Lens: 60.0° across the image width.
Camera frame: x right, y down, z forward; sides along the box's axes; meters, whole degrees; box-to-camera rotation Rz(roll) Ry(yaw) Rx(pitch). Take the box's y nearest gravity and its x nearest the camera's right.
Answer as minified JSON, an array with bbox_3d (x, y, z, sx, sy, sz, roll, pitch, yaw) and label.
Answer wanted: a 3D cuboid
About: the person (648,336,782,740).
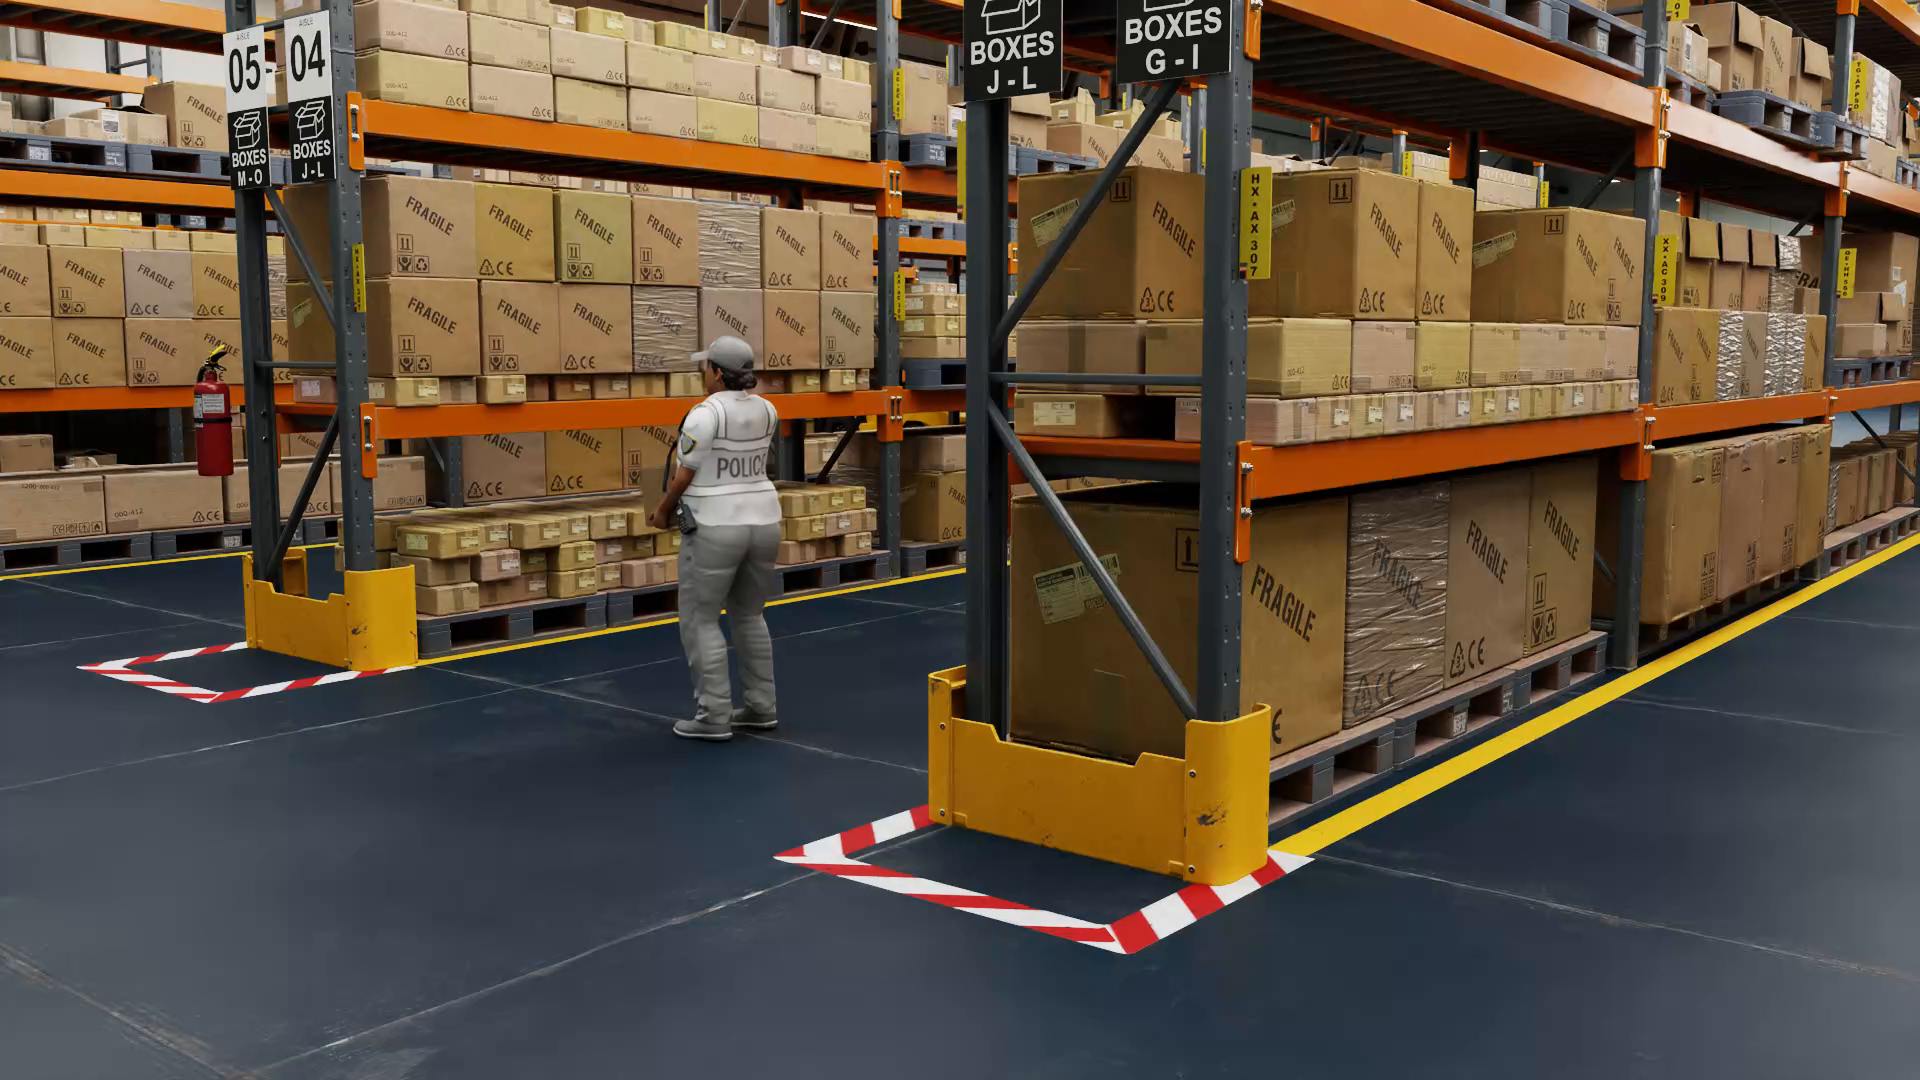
[{"bbox_3d":[-1.020,-0.017,6.919,0.535,1.654,0.452,6,9,39],"label":"person"}]
